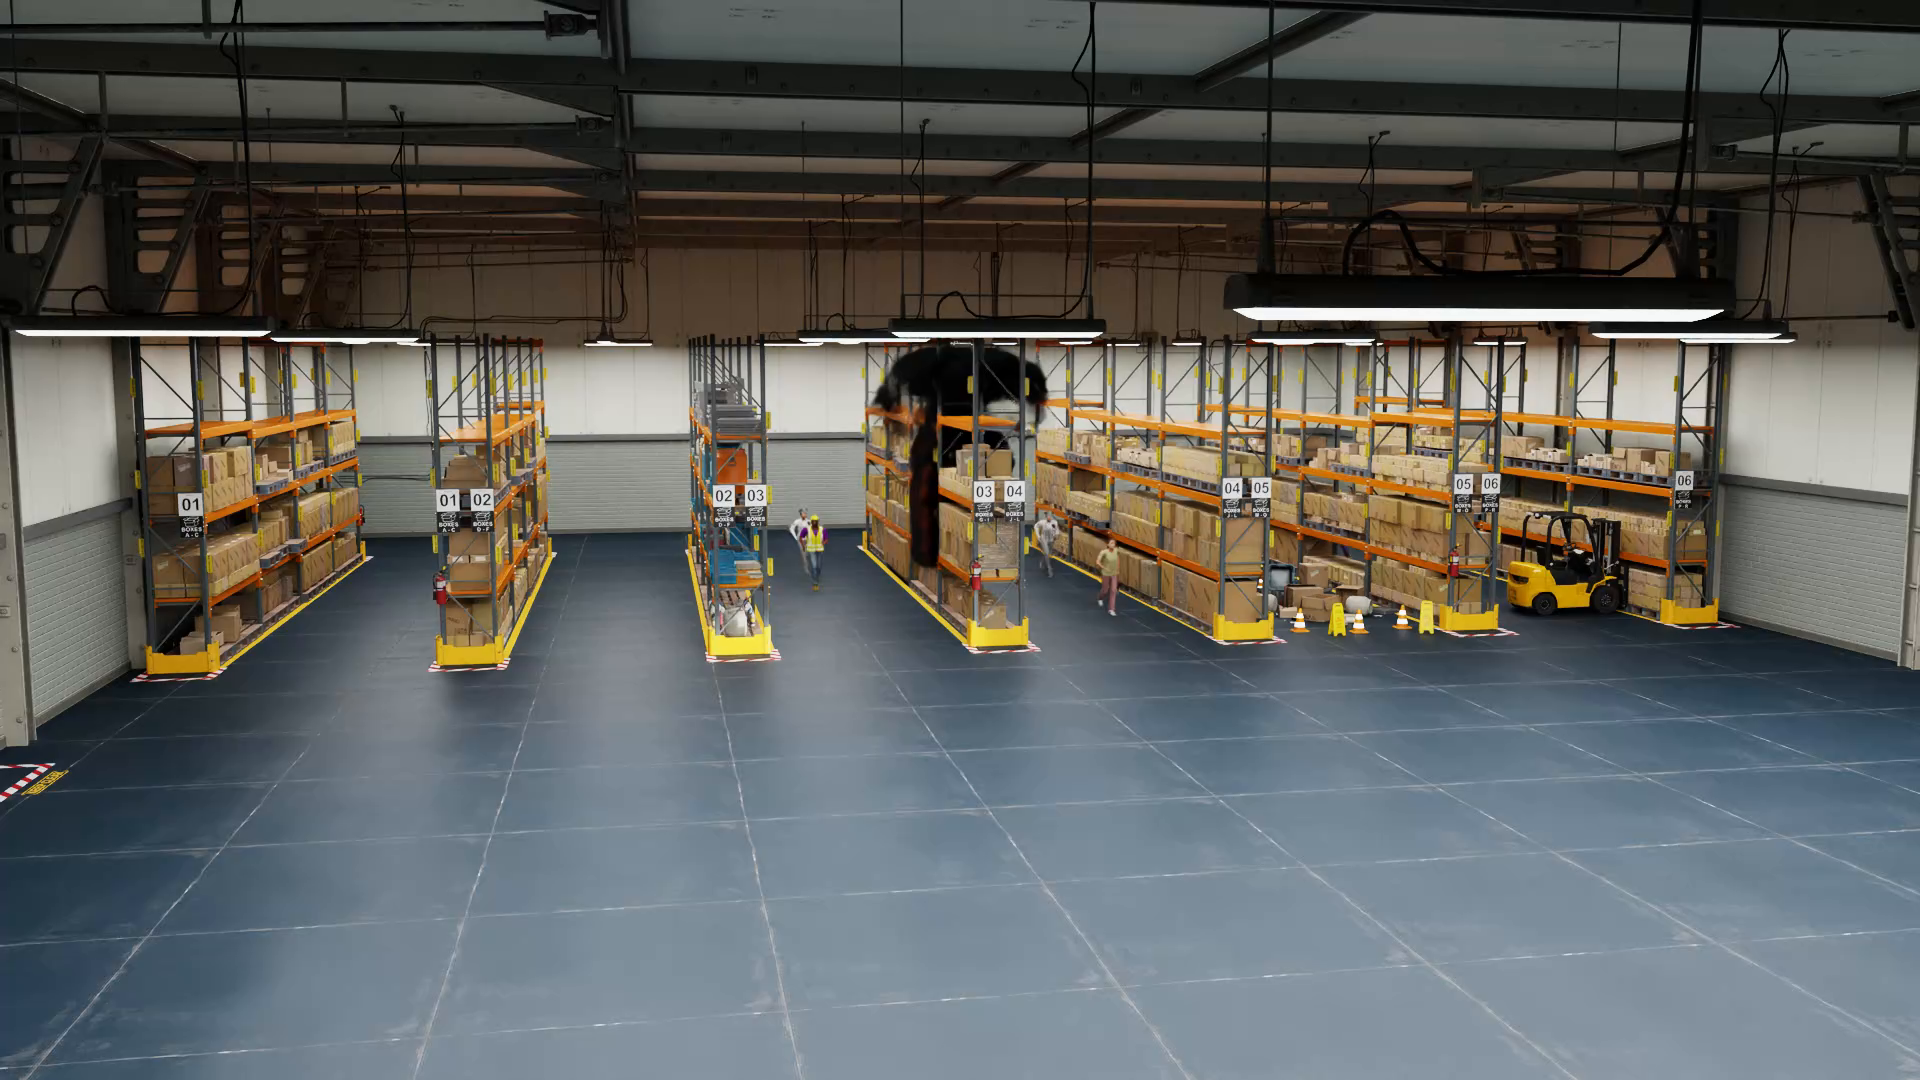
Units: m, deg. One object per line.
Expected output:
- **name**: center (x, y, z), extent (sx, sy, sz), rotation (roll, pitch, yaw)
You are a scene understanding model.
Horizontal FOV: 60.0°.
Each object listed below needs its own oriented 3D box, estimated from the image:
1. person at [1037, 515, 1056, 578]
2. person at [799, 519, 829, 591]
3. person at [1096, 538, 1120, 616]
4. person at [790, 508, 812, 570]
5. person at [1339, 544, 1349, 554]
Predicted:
- **person**: center (2.186, 0.086, 42.248), extent (0.468, 1.656, 1.046), rotation (-2, 7, -16)
- **person**: center (-3.475, 0.301, 39.828), extent (0.698, 1.736, 0.853), rotation (-2, 7, -17)
- **person**: center (3.232, 0.769, 36.150), extent (0.601, 1.661, 0.952), rotation (-2, 7, -19)
- **person**: center (-4.046, -0.029, 42.788), extent (0.649, 1.605, 0.580), rotation (-2, 7, -20)
- **person**: center (10.169, -0.159, 44.620), extent (0.550, 1.341, 0.917), rotation (-1, 7, -10)
